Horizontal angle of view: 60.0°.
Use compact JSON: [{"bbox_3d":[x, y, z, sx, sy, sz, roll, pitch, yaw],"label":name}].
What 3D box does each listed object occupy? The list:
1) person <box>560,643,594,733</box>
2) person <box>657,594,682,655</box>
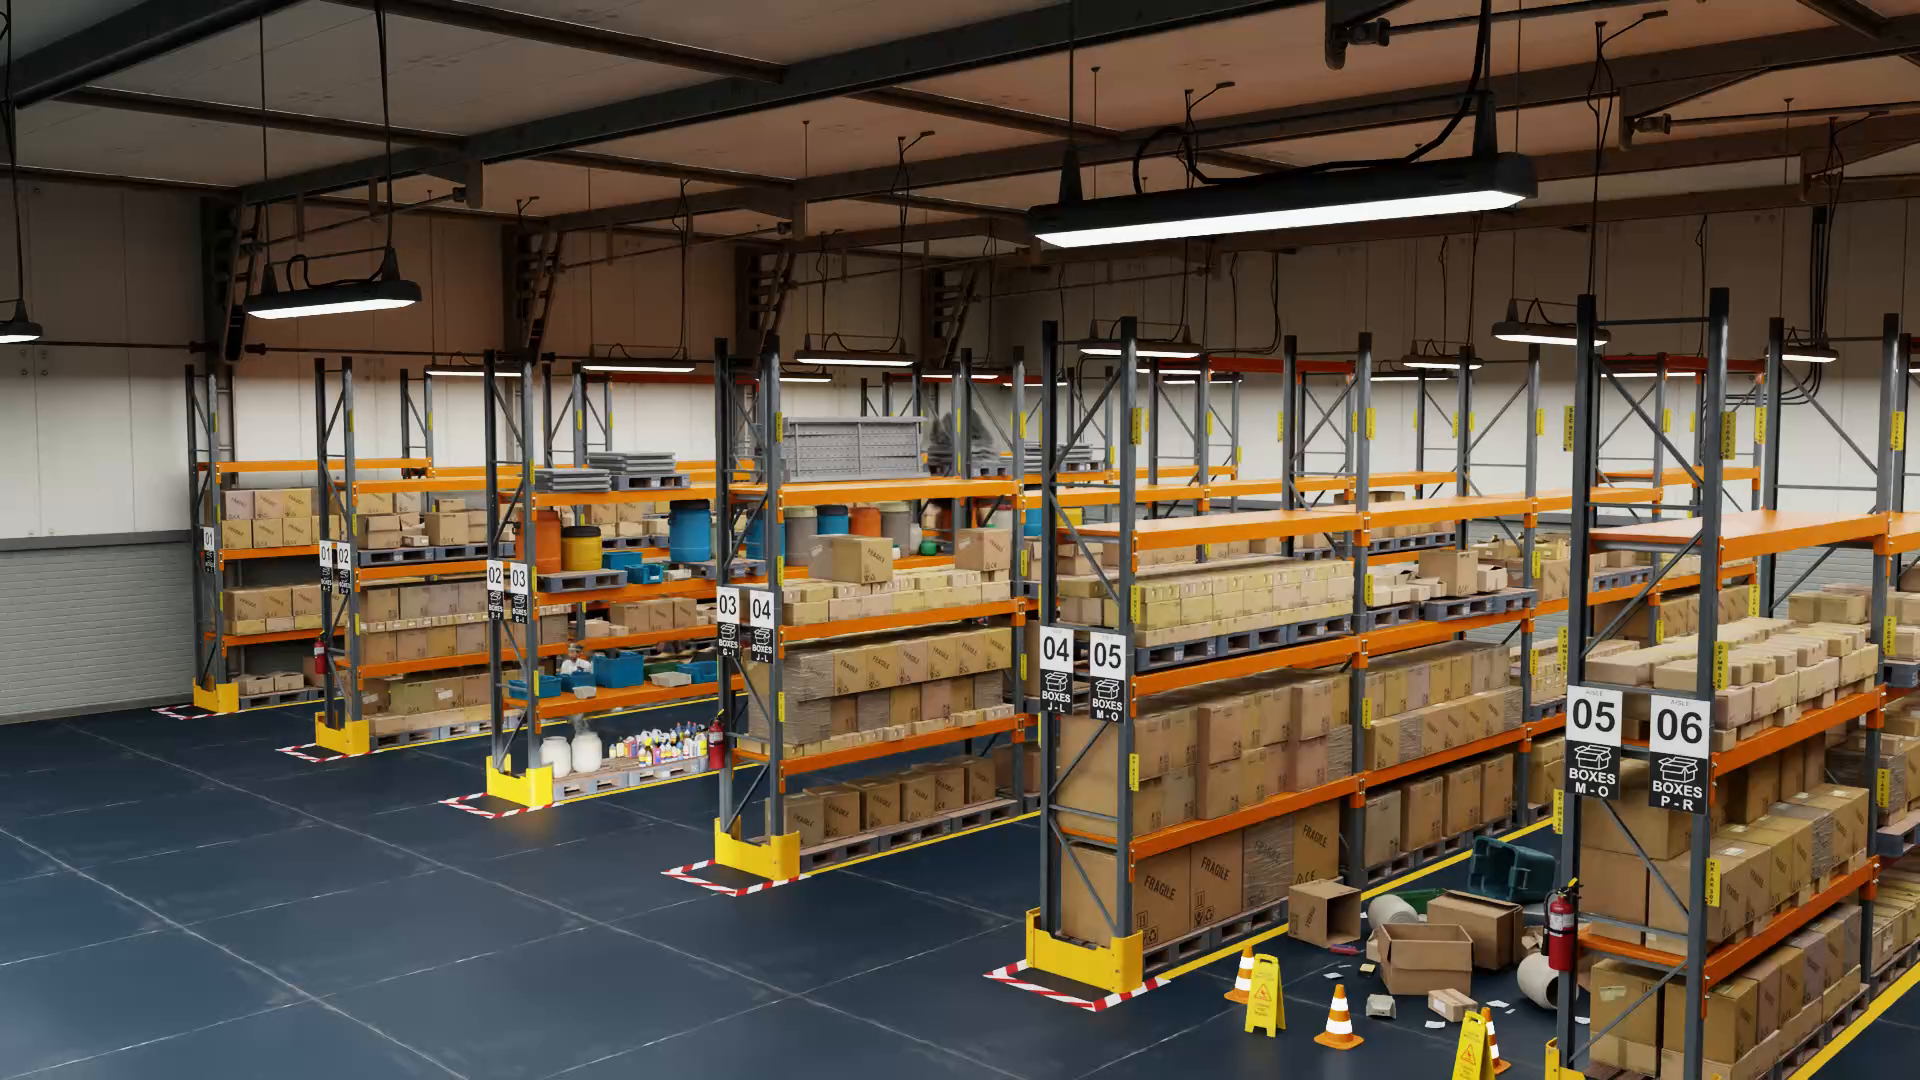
[{"bbox_3d":[-5.913,2.384,25.812,0.614,1.642,0.714,1,5,14],"label":"person"},{"bbox_3d":[-5.759,1.876,32.889,0.577,1.629,0.759,0,4,0],"label":"person"}]
